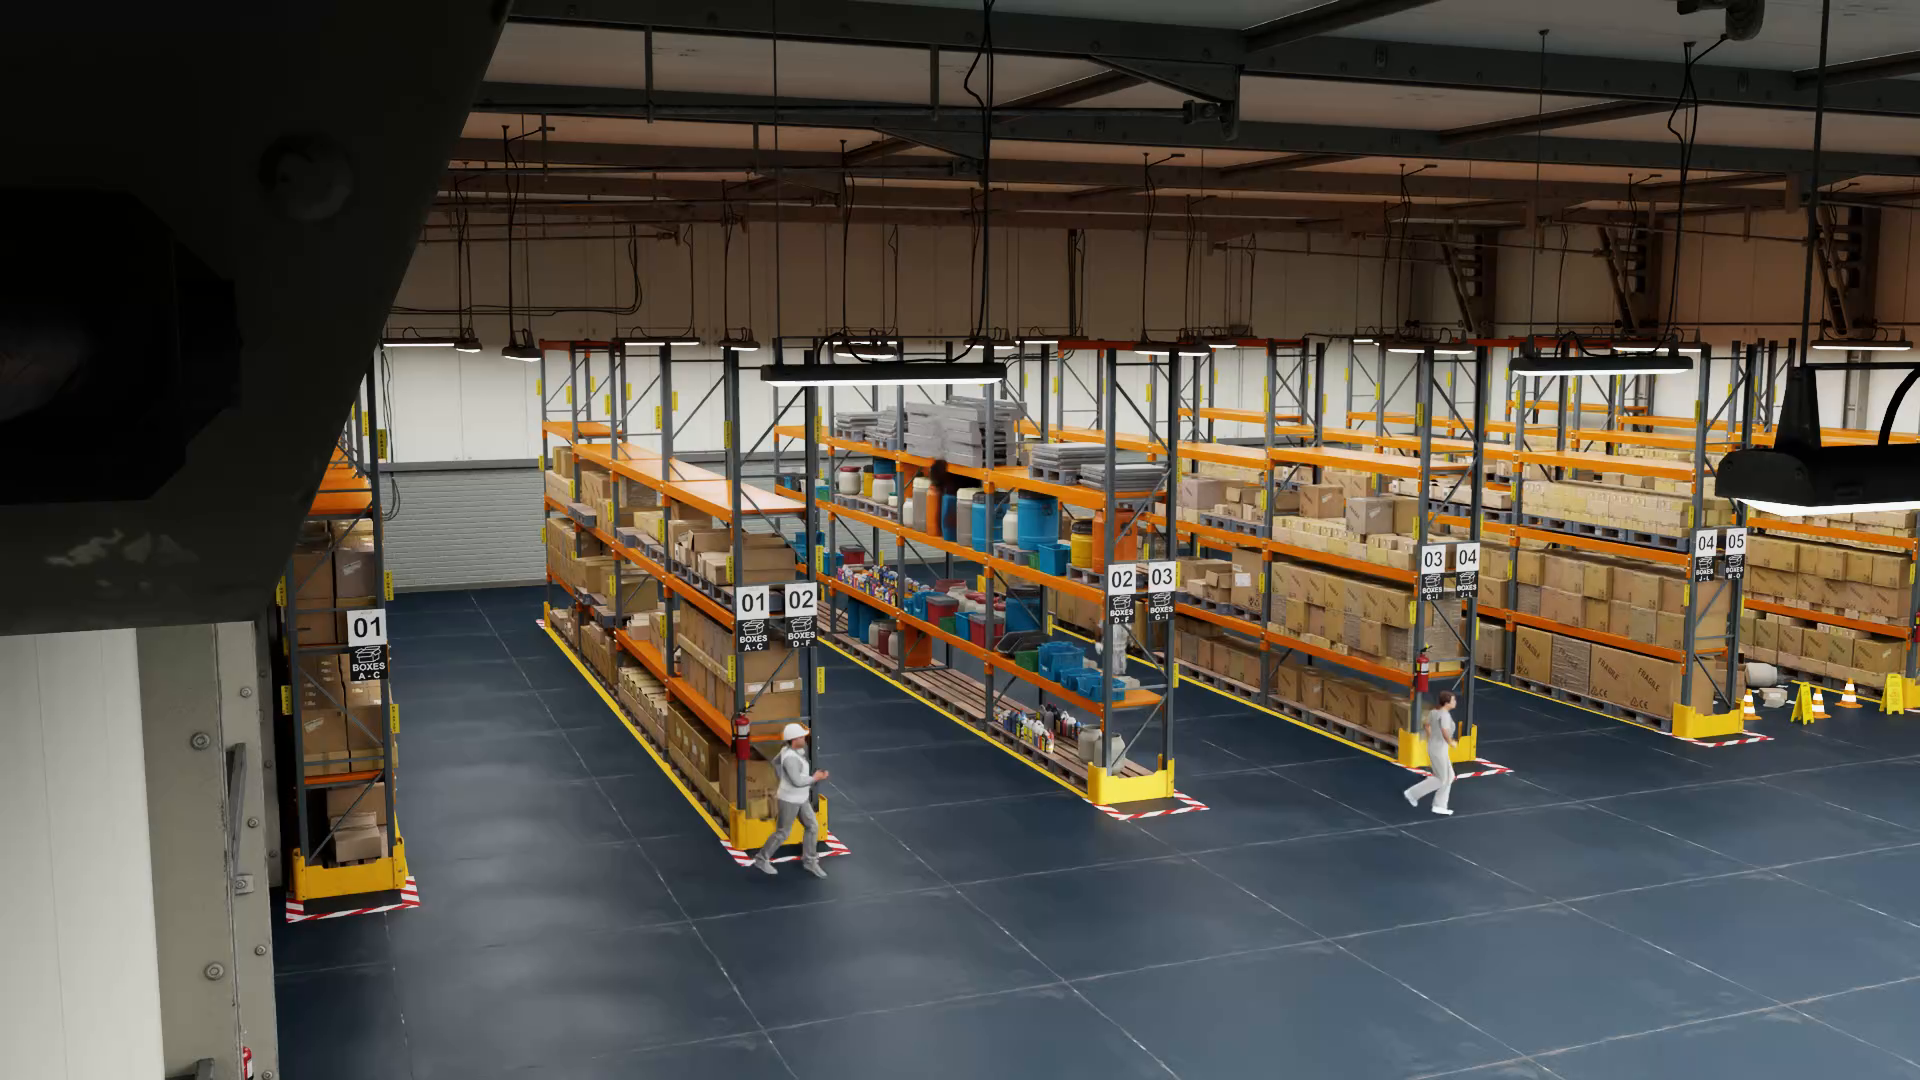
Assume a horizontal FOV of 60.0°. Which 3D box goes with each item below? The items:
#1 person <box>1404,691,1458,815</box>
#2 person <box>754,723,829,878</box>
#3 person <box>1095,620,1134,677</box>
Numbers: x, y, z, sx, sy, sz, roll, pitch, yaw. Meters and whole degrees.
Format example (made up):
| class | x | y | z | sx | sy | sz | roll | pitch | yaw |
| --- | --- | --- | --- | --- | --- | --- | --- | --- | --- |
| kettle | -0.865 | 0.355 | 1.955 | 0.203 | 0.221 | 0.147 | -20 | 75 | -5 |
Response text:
| class | x | y | z | sx | sy | sz | roll | pitch | yaw |
| --- | --- | --- | --- | --- | --- | --- | --- | --- | --- |
| person | 6.094 | 2.750 | 21.511 | 0.663 | 1.628 | 0.551 | 0 | 7 | 3 |
| person | -1.921 | 2.987 | 18.971 | 0.858 | 1.827 | 0.603 | 1 | 7 | 6 |
| person | 2.622 | 1.843 | 28.051 | 0.649 | 1.706 | 0.721 | -5 | 9 | -36 |
